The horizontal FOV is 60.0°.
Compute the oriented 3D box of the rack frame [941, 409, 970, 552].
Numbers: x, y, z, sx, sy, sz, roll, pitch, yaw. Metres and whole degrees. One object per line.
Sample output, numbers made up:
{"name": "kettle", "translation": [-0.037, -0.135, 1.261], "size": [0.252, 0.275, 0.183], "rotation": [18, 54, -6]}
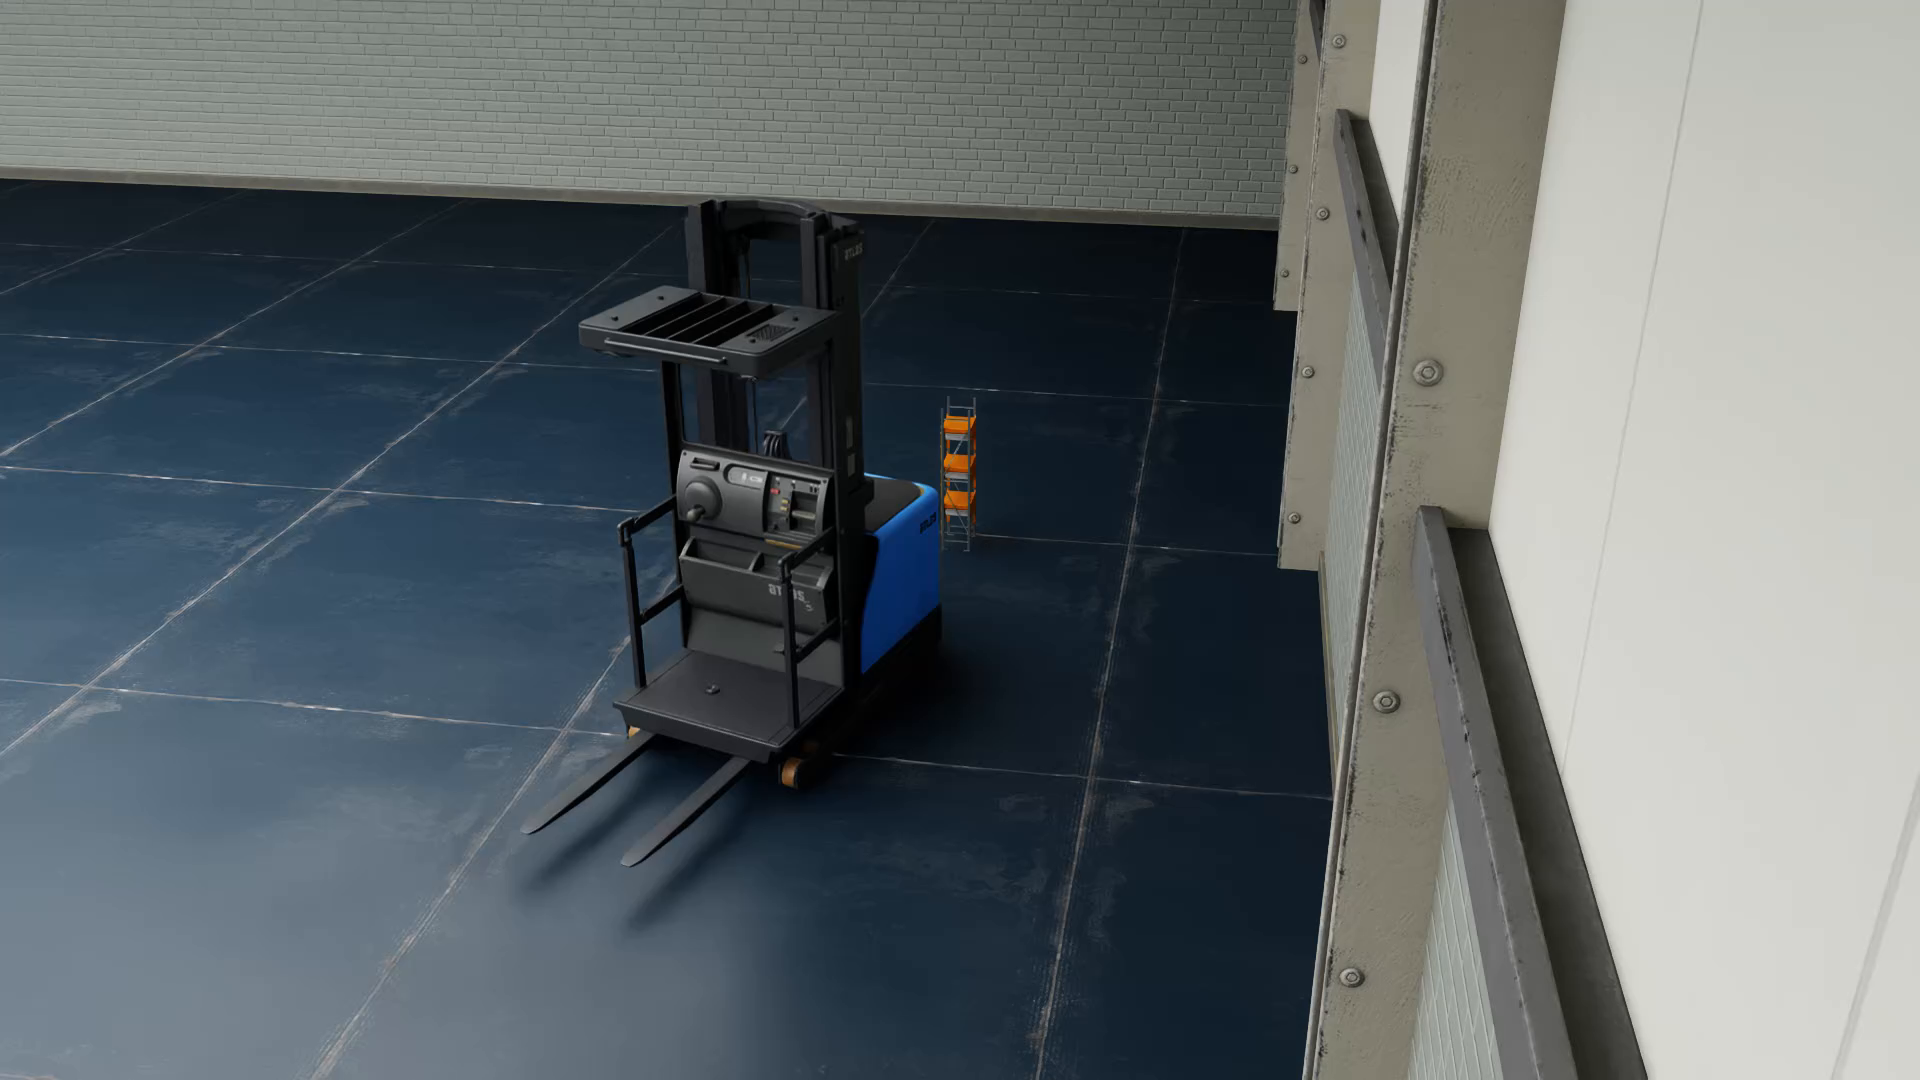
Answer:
{"name": "rack frame", "translation": [-0.029, -0.402, 11.415], "size": [0.200, 1.050, 0.008], "rotation": [4, 25, 9]}

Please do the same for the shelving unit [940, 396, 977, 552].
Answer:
{"name": "shelving unit", "translation": [-0.009, -0.453, 11.524], "size": [0.215, 1.050, 0.252], "rotation": [4, 25, 9]}

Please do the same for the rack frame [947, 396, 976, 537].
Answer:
{"name": "rack frame", "translation": [0.011, -0.504, 11.633], "size": [0.200, 1.050, 0.008], "rotation": [4, 25, 9]}

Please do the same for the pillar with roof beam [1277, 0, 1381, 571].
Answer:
{"name": "pillar with roof beam", "translation": [-1.887, -4.255, 10.269], "size": [9.100, 9.000, 0.400], "rotation": [4, 25, 9]}

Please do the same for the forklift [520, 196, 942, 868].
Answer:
{"name": "forklift", "translation": [-1.211, -0.204, 8.772], "size": [1.130, 2.935, 3.031], "rotation": [12, 28, 23]}

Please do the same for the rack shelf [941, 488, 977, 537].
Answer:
{"name": "rack shelf", "translation": [-0.009, -0.192, 11.646], "size": [0.215, 0.259, 0.240], "rotation": [4, 25, 9]}

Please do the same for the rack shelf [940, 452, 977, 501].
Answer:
{"name": "rack shelf", "translation": [-0.009, -0.444, 11.528], "size": [0.215, 0.259, 0.240], "rotation": [4, 25, 9]}

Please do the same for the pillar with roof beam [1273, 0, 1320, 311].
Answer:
{"name": "pillar with roof beam", "translation": [-0.907, -6.764, 15.630], "size": [9.100, 9.000, 0.400], "rotation": [4, 25, 9]}

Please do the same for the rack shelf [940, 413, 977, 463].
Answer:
{"name": "rack shelf", "translation": [-0.009, -0.701, 11.408], "size": [0.215, 0.259, 0.240], "rotation": [4, 25, 9]}
